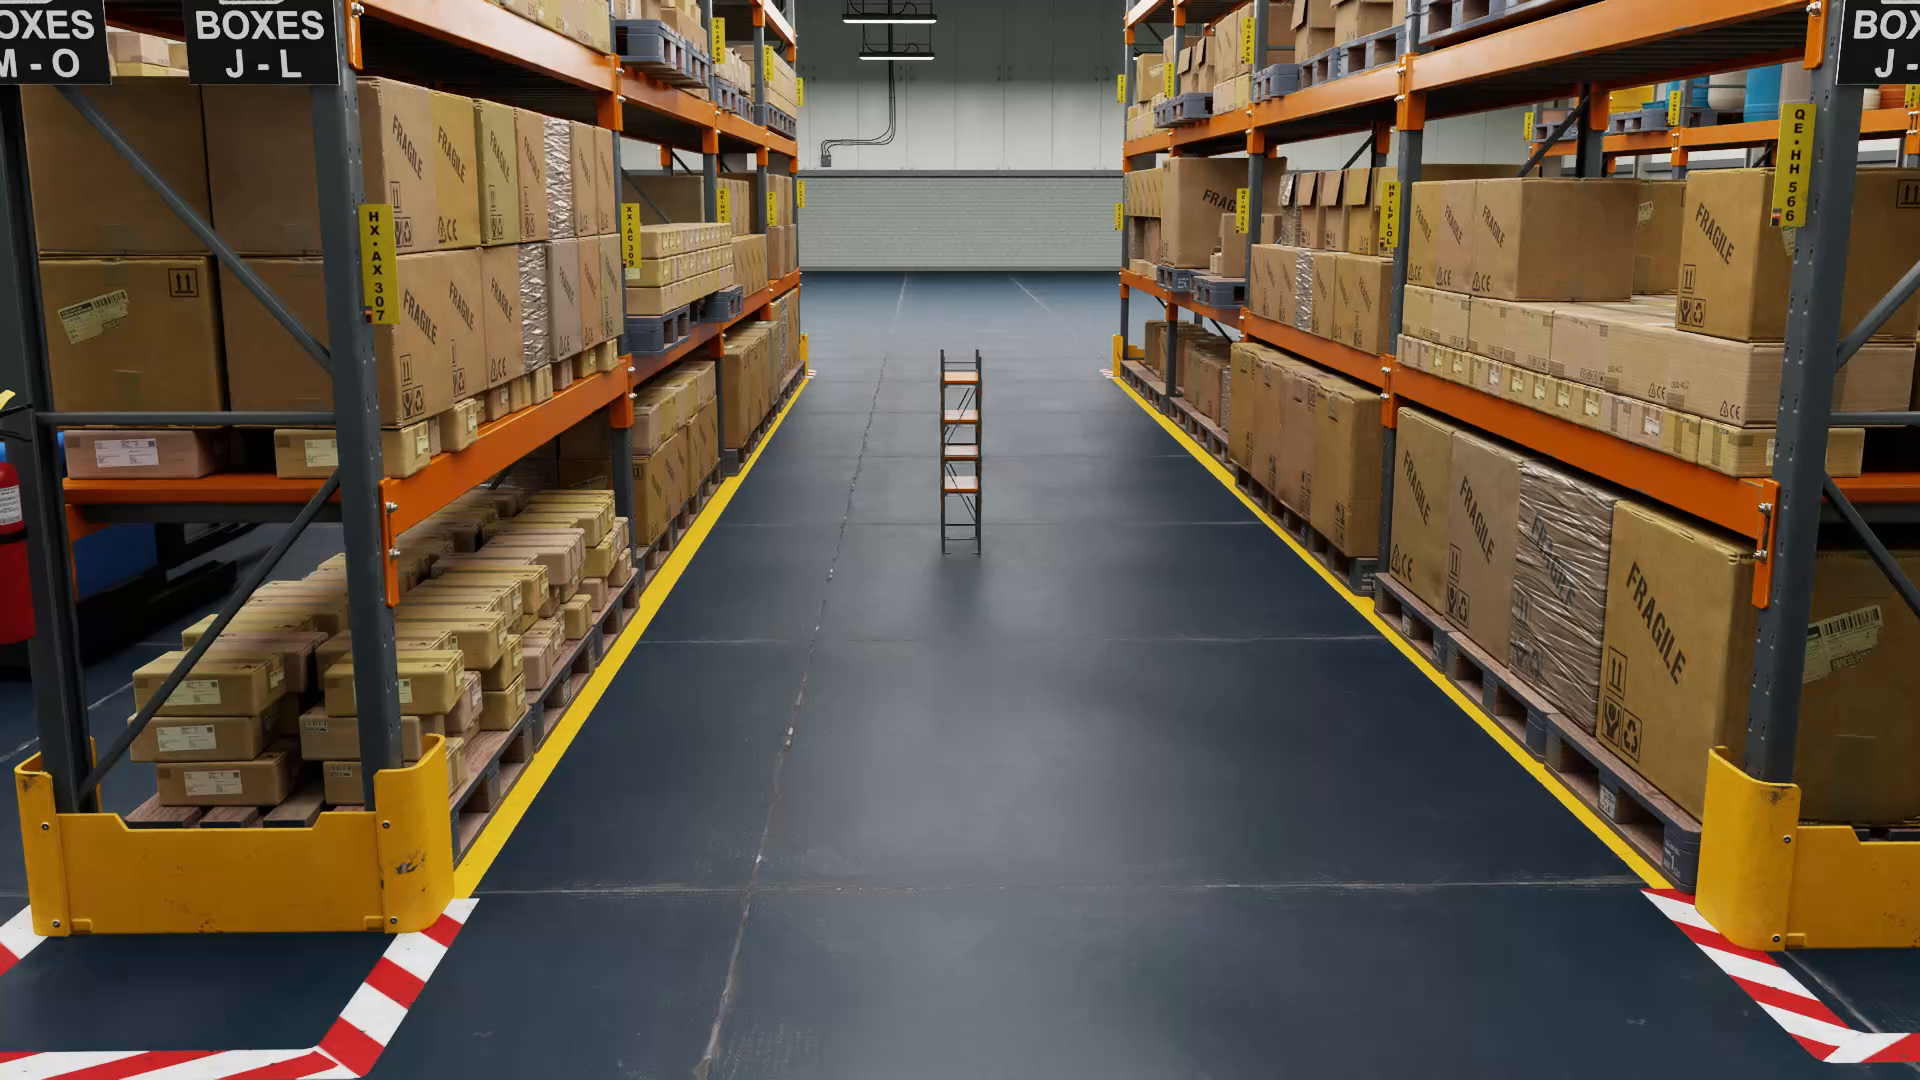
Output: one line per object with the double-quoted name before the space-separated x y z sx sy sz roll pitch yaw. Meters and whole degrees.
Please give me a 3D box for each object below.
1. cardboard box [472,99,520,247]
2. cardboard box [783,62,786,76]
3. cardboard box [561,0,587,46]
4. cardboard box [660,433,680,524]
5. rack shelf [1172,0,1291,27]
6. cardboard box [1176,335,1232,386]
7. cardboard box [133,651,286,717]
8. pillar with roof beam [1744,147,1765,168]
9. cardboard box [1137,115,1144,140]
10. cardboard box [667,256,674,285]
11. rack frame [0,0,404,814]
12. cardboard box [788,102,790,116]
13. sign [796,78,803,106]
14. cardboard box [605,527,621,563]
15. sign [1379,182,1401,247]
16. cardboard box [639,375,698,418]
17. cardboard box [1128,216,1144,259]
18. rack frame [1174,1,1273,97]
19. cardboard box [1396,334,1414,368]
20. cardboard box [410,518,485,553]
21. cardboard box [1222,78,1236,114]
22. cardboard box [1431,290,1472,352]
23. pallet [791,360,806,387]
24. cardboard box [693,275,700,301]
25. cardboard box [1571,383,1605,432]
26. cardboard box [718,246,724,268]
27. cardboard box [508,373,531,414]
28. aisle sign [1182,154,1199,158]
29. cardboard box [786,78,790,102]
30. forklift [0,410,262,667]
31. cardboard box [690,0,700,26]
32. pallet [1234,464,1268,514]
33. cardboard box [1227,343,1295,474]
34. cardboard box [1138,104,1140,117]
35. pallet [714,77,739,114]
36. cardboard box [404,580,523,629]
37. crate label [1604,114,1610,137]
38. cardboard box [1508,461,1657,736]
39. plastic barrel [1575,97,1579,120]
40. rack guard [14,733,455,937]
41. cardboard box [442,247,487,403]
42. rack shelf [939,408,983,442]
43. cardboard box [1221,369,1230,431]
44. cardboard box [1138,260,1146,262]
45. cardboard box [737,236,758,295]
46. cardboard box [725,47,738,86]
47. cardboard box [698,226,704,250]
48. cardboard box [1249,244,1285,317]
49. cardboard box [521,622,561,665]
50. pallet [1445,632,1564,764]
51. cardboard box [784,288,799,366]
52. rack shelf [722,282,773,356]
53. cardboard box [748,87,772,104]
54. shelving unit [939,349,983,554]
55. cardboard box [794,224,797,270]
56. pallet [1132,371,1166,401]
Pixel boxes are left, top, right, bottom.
"cardboard box" -1.896 -1.313 5.970 0.500 0.500 0.500 0 11 -2
"cardboard box" -2.100 -5.138 18.115 0.380 0.149 0.250 0 11 -1
"cardboard box" -1.951 -2.330 7.331 0.500 0.250 0.500 0 11 -1
"cardboard box" -1.992 -0.363 10.033 0.500 0.500 0.500 0 11 1
"rack shelf" 2.607 -4.713 13.974 1.077 0.370 4.000 0 11 -1
"cardboard box" 2.578 -1.894 17.580 0.500 0.500 0.500 4 12 17
"cardboard box" -2.411 0.462 5.356 0.380 0.149 0.250 0 11 0
"pillar with roof beam" 13.544 -9.940 36.924 9.100 9.000 0.548 0 11 -1
"cardboard box" 2.258 -4.613 18.587 0.500 0.250 0.500 0 11 -1
"cardboard box" -1.785 -1.489 9.182 0.380 0.149 0.250 0 11 -2
"rack frame" -2.147 -0.334 4.660 1.000 3.000 0.127 0 11 -1
"cardboard box" -2.111 -4.849 18.695 0.380 0.149 0.250 0 11 -2
"sign" -1.935 -5.379 19.956 0.100 0.325 0.005 0 11 -1
"cardboard box" -1.887 0.032 8.224 0.380 0.149 0.250 -1 11 -4
"sign" 2.189 -1.654 8.453 0.100 0.325 0.005 0 11 -1
"cardboard box" -2.020 -0.936 10.973 0.500 0.250 0.500 0 11 0
"cardboard box" 2.467 -3.600 19.759 0.875 0.500 0.500 0 11 -1
"rack frame" 2.566 -5.659 15.822 1.000 3.000 0.127 0 11 -1
"cardboard box" 2.405 -0.946 8.309 0.380 0.149 0.250 0 11 -1
"cardboard box" -2.401 -0.003 7.647 0.380 0.149 0.250 -1 11 -3
"cardboard box" 2.370 -3.513 13.163 0.500 0.250 0.500 0 11 -1
"cardboard box" 2.484 -1.008 7.613 0.500 0.250 0.500 0 11 -1
"pallet" -2.383 -1.989 19.832 1.003 0.211 1.213 0 11 -1
"cardboard box" -1.810 -1.551 10.237 0.380 0.149 0.250 0 11 -2
"cardboard box" 2.455 -0.483 6.029 0.380 0.149 0.250 0 11 -2
"cardboard box" -1.832 -1.951 11.458 0.380 0.149 0.250 0 11 0
"cardboard box" -1.909 -0.586 6.536 0.380 0.149 0.250 0 11 1
"aisle sign" 2.782 -4.802 20.147 0.394 0.787 0.004 0 11 -1
"cardboard box" -2.169 -5.016 18.516 0.500 0.250 0.500 0 11 -1
"forklift" -4.568 -1.101 8.612 1.130 2.935 3.031 0 11 -1
"cardboard box" -2.044 -3.739 11.723 0.396 0.266 0.258 0 11 -1
"pallet" 2.590 -0.401 12.003 1.003 0.211 1.213 0 11 -1
"cardboard box" 2.642 -0.952 11.993 1.225 0.875 0.875 -1 11 -4
"cardboard box" 2.229 -4.895 18.971 0.380 0.149 0.250 0 11 1
"pallet" -2.379 -3.429 12.849 1.213 0.211 1.003 0 11 1
"cardboard box" -1.905 0.252 6.393 0.380 0.149 0.250 0 11 1
"crate label" 7.144 -4.559 18.314 0.502 0.251 0.408 0 11 -1
"cardboard box" 2.702 0.194 6.348 0.875 0.875 0.875 0 11 -1
"plastic barrel" 7.572 -5.325 19.582 0.600 0.830 0.708 0 11 -1
"rack guard" -2.148 0.876 4.983 1.175 0.500 0.348 0 11 -1
"cardboard box" -1.917 -0.725 5.589 0.500 0.500 0.500 0 11 -1
"rack shelf" 0.003 -0.708 10.247 0.258 0.148 0.480 0 11 -1
"cardboard box" 2.591 -1.158 13.904 0.700 0.500 0.500 -1 12 -6
"cardboard box" 2.251 -3.135 19.099 0.380 0.149 0.250 0 11 -1
"cardboard box" -2.096 -2.465 14.911 0.500 0.500 0.500 0 11 -1
"cardboard box" -2.128 -3.952 13.865 0.500 0.311 0.500 0 11 -2
"cardboard box" -1.815 -1.894 10.429 0.380 0.149 0.250 0 11 1
"cardboard box" 2.387 -1.876 12.008 0.500 0.500 0.500 0 11 1
"cardboard box" -1.883 0.445 6.937 0.380 0.149 0.250 0 11 -1
"pallet" 2.697 0.632 6.913 1.003 0.211 1.213 0 11 -1
"cardboard box" -2.398 -2.544 19.843 0.875 0.875 0.875 0 11 -1
"rack shelf" -2.354 -1.969 14.529 1.077 0.370 4.000 0 11 -1
"cardboard box" -2.063 -4.395 16.456 0.380 0.149 0.250 0 11 -2
"shelving unit" 0.003 -0.555 10.278 0.258 1.200 0.503 0 11 -1
"cardboard box" -2.425 -3.514 19.959 0.875 0.550 0.550 0 11 -1
"pallet" 2.489 -1.729 18.552 1.003 0.211 1.213 0 11 -1
